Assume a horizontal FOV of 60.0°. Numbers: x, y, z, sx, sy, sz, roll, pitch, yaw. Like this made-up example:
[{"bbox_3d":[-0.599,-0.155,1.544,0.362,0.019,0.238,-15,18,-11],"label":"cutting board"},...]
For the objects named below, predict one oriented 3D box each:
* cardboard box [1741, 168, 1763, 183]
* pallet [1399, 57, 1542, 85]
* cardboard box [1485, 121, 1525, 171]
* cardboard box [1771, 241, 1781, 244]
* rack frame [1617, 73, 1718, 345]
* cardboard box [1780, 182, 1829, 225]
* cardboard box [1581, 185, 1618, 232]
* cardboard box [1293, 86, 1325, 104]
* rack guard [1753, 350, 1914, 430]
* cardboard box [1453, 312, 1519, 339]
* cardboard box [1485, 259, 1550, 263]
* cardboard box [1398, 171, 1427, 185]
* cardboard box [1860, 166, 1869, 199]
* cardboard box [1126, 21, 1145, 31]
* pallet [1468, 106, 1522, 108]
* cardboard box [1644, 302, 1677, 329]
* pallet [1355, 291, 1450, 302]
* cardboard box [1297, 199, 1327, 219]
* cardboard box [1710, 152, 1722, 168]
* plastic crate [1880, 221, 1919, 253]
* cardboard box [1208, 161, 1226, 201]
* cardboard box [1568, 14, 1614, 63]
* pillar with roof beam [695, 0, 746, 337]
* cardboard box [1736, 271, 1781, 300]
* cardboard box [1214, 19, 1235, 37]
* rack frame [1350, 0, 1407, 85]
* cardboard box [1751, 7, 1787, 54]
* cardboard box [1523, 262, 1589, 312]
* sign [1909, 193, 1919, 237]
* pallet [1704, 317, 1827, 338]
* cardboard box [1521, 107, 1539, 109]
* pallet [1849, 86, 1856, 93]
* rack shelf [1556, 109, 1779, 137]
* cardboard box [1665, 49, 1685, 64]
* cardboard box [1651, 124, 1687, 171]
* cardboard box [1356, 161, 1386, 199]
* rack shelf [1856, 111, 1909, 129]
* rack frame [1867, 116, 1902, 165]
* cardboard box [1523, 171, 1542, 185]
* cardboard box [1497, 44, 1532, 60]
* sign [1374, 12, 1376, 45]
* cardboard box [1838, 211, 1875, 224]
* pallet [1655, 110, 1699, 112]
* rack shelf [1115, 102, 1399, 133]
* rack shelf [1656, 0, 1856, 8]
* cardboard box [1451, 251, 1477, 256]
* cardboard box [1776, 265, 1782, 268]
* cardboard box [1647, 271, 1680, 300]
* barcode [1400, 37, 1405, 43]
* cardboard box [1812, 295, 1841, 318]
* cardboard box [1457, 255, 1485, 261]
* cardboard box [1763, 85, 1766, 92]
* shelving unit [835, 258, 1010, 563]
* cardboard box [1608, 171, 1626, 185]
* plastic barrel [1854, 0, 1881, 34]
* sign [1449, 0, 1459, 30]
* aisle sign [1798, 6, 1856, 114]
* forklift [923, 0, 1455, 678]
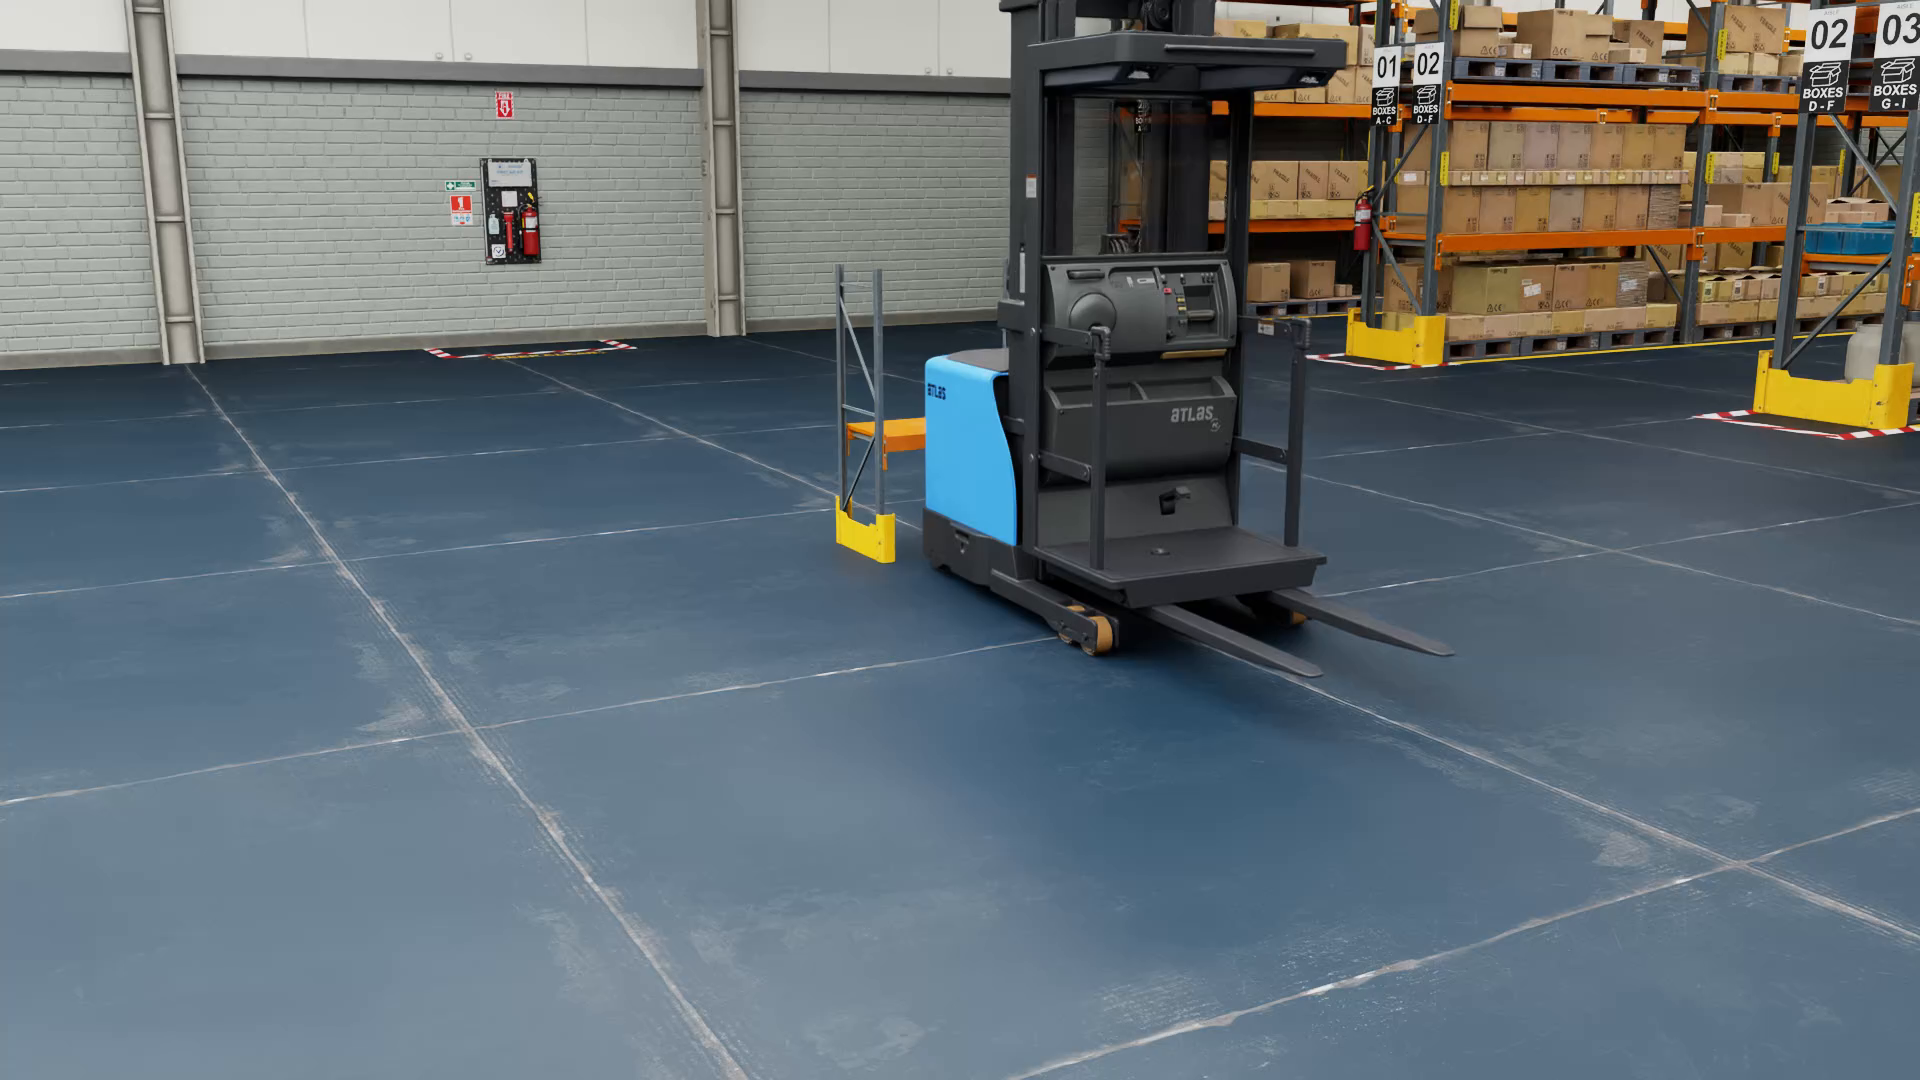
[{"bbox_3d":[12.485,-5.707,26.686,0.500,0.500,0.500,-7,15,-29],"label":"cardboard box"},{"bbox_3d":[5.246,-4.874,17.302,1.213,0.211,1.003,-7,14,-28],"label":"pallet"},{"bbox_3d":[5.534,-4.174,17.643,0.500,0.500,0.700,-7,15,-29],"label":"cardboard box"},{"bbox_3d":[13.945,-5.068,28.056,0.250,0.149,0.380,-7,15,-30],"label":"cardboard box"},{"bbox_3d":[8.124,-3.805,19.184,0.127,3.000,1.000,-7,14,-28],"label":"rack frame"},{"bbox_3d":[10.170,-4.095,20.244,0.500,0.500,0.500,-8,15,-31],"label":"cardboard box"},{"bbox_3d":[6.835,-3.697,18.477,0.500,0.500,0.700,-7,14,-27],"label":"cardboard box"},{"bbox_3d":[4.504,-6.064,22.117,0.500,0.500,0.500,-7,15,-30],"label":"cardboard box"},{"bbox_3d":[7.027,-1.227,13.421,0.348,0.500,1.175,-7,14,-28],"label":"rack guard"},{"bbox_3d":[5.627,-2.314,17.867,0.500,0.250,0.500,-7,14,-28],"label":"cardboard box"},{"bbox_3d":[6.251,-2.887,18.705,0.500,0.500,0.500,-7,14,-28],"label":"cardboard box"},{"bbox_3d":[4.857,-3.826,17.573,0.250,0.149,0.380,-7,15,-29],"label":"cardboard box"},{"bbox_3d":[15.204,-6.034,28.404,0.700,0.700,0.980,-7,14,-28],"label":"cardboard box"},{"bbox_3d":[2.489,-6.444,21.527,0.500,0.500,0.500,-6,14,-25],"label":"cardboard box"},{"bbox_3d":[7.249,-6.285,23.800,1.003,0.211,1.213,-7,14,-28],"label":"pallet"},{"bbox_3d":[7.822,-2.577,19.035,0.500,0.250,0.500,-7,14,-28],"label":"cardboard box"},{"bbox_3d":[6.430,-3.481,24.095,1.213,0.211,1.003,-7,14,-28],"label":"pallet"},{"bbox_3d":[4.601,-4.481,22.483,0.500,0.250,0.500,-7,14,-28],"label":"cardboard box"},{"bbox_3d":[11.580,-5.966,26.129,0.500,0.250,0.500,-7,14,-27],"label":"cardboard box"},{"bbox_3d":[7.852,-2.534,13.876,0.408,0.251,0.499,-7,14,-28],"label":"plastic crate"},{"bbox_3d":[3.238,-4.683,21.674,0.500,0.500,0.500,-7,14,-28],"label":"cardboard box"},{"bbox_3d":[6.618,-5.443,18.120,0.637,0.503,0.797,-5,14,-22],"label":"cardboard box"},{"bbox_3d":[-0.768,-6.045,15.472,0.400,9.000,9.100,-7,14,-28],"label":"pillar with roof beam"},{"bbox_3d":[9.502,-3.044,19.830,0.500,0.311,0.500,-7,15,-30],"label":"cardboard box"},{"bbox_3d":[3.155,-6.385,21.265,0.500,0.500,0.500,-7,14,-29],"label":"cardboard box"},{"bbox_3d":[5.747,-7.686,22.765,0.127,3.000,1.000,-7,14,-28],"label":"rack frame"},{"bbox_3d":[9.173,-5.887,19.283,0.500,0.500,0.500,-5,14,-22],"label":"cardboard box"},{"bbox_3d":[6.508,-2.784,18.246,0.500,0.500,0.500,-7,14,-28],"label":"cardboard box"},{"bbox_3d":[7.243,-2.458,12.567,0.005,0.325,0.100,-7,14,-28],"label":"sign"},{"bbox_3d":[9.824,-2.659,20.442,1.213,0.211,1.003,-7,14,-28],"label":"pallet"},{"bbox_3d":[8.076,-6.585,24.424,0.637,0.503,0.797,-5,14,-20],"label":"cardboard box"},{"bbox_3d":[11.082,-5.508,20.351,1.003,0.211,1.213,-6,14,-25],"label":"pallet"},{"bbox_3d":[11.014,-6.503,25.978,4.000,0.370,1.077,-7,14,-28],"label":"rack shelf"},{"bbox_3d":[11.456,-7.565,26.123,0.500,0.250,0.500,-7,15,-30],"label":"cardboard box"},{"bbox_3d":[7.737,-4.439,18.817,0.500,0.500,0.700,-7,14,-28],"label":"cardboard box"},{"bbox_3d":[5.480,-4.952,22.870,0.500,0.500,0.500,-7,14,-28],"label":"cardboard box"},{"bbox_3d":[13.390,-5.548,21.738,4.000,0.370,1.077,-7,14,-28],"label":"rack shelf"},{"bbox_3d":[16.280,-6.021,29.033,0.127,3.000,1.000,-7,14,-28],"label":"rack frame"},{"bbox_3d":[5.966,-3.858,17.715,0.250,0.149,0.380,-7,15,-30],"label":"cardboard box"},{"bbox_3d":[5.730,-5.088,17.350,0.250,0.149,0.380,-7,14,-28],"label":"cardboard box"},{"bbox_3d":[4.365,-5.347,17.367,0.005,0.325,0.100,-7,14,-28],"label":"sign"},{"bbox_3d":[10.978,-3.955,20.424,0.250,0.149,0.380,-7,14,-28],"label":"cardboard box"},{"bbox_3d":[10.778,-6.747,25.857,1.213,0.211,1.003,-6,14,-25],"label":"pallet"},{"bbox_3d":[3.992,-5.661,22.239,4.000,0.370,1.077,-7,14,-28],"label":"rack shelf"},{"bbox_3d":[9.879,-6.396,19.583,4.000,0.370,1.077,-7,14,-28],"label":"rack shelf"},{"bbox_3d":[7.225,-4.303,24.381,0.500,0.250,0.500,-7,15,-29],"label":"cardboard box"},{"bbox_3d":[10.577,-3.307,21.002,0.500,0.311,0.500,-7,15,-29],"label":"cardboard box"},{"bbox_3d":[8.342,-3.040,19.813,0.500,0.311,0.500,-7,14,-28],"label":"cardboard box"},{"bbox_3d":[4.647,-5.255,17.475,0.075,0.075,0.001,-7,14,-28],"label":"barcode"},{"bbox_3d":[10.396,-2.879,20.378,0.500,0.250,0.500,-6,14,-27],"label":"cardboard box"},{"bbox_3d":[7.282,-3.945,24.497,0.500,0.500,0.700,-7,14,-27],"label":"cardboard box"},{"bbox_3d":[13.257,-7.362,27.314,0.500,0.250,0.500,-7,14,-27],"label":"cardboard box"},{"bbox_3d":[-0.067,-0.724,8.909,1.083,1.500,0.587,-7,14,-28],"label":"shelving unit"},{"bbox_3d":[7.094,-3.993,18.317,0.250,0.149,0.380,-7,14,-28],"label":"cardboard box"},{"bbox_3d":[7.349,-4.382,12.984,0.708,0.830,0.600,-7,14,-28],"label":"plastic barrel"},{"bbox_3d":[4.874,-5.205,16.402,0.005,0.325,0.100,-7,14,-28],"label":"sign"},{"bbox_3d":[6.778,-3.747,13.006,0.004,0.787,0.394,-7,14,-28],"label":"aisle sign"},{"bbox_3d":[0.900,-1.057,7.130,1.130,2.935,3.031,-6,14,-25],"label":"forklift"}]
